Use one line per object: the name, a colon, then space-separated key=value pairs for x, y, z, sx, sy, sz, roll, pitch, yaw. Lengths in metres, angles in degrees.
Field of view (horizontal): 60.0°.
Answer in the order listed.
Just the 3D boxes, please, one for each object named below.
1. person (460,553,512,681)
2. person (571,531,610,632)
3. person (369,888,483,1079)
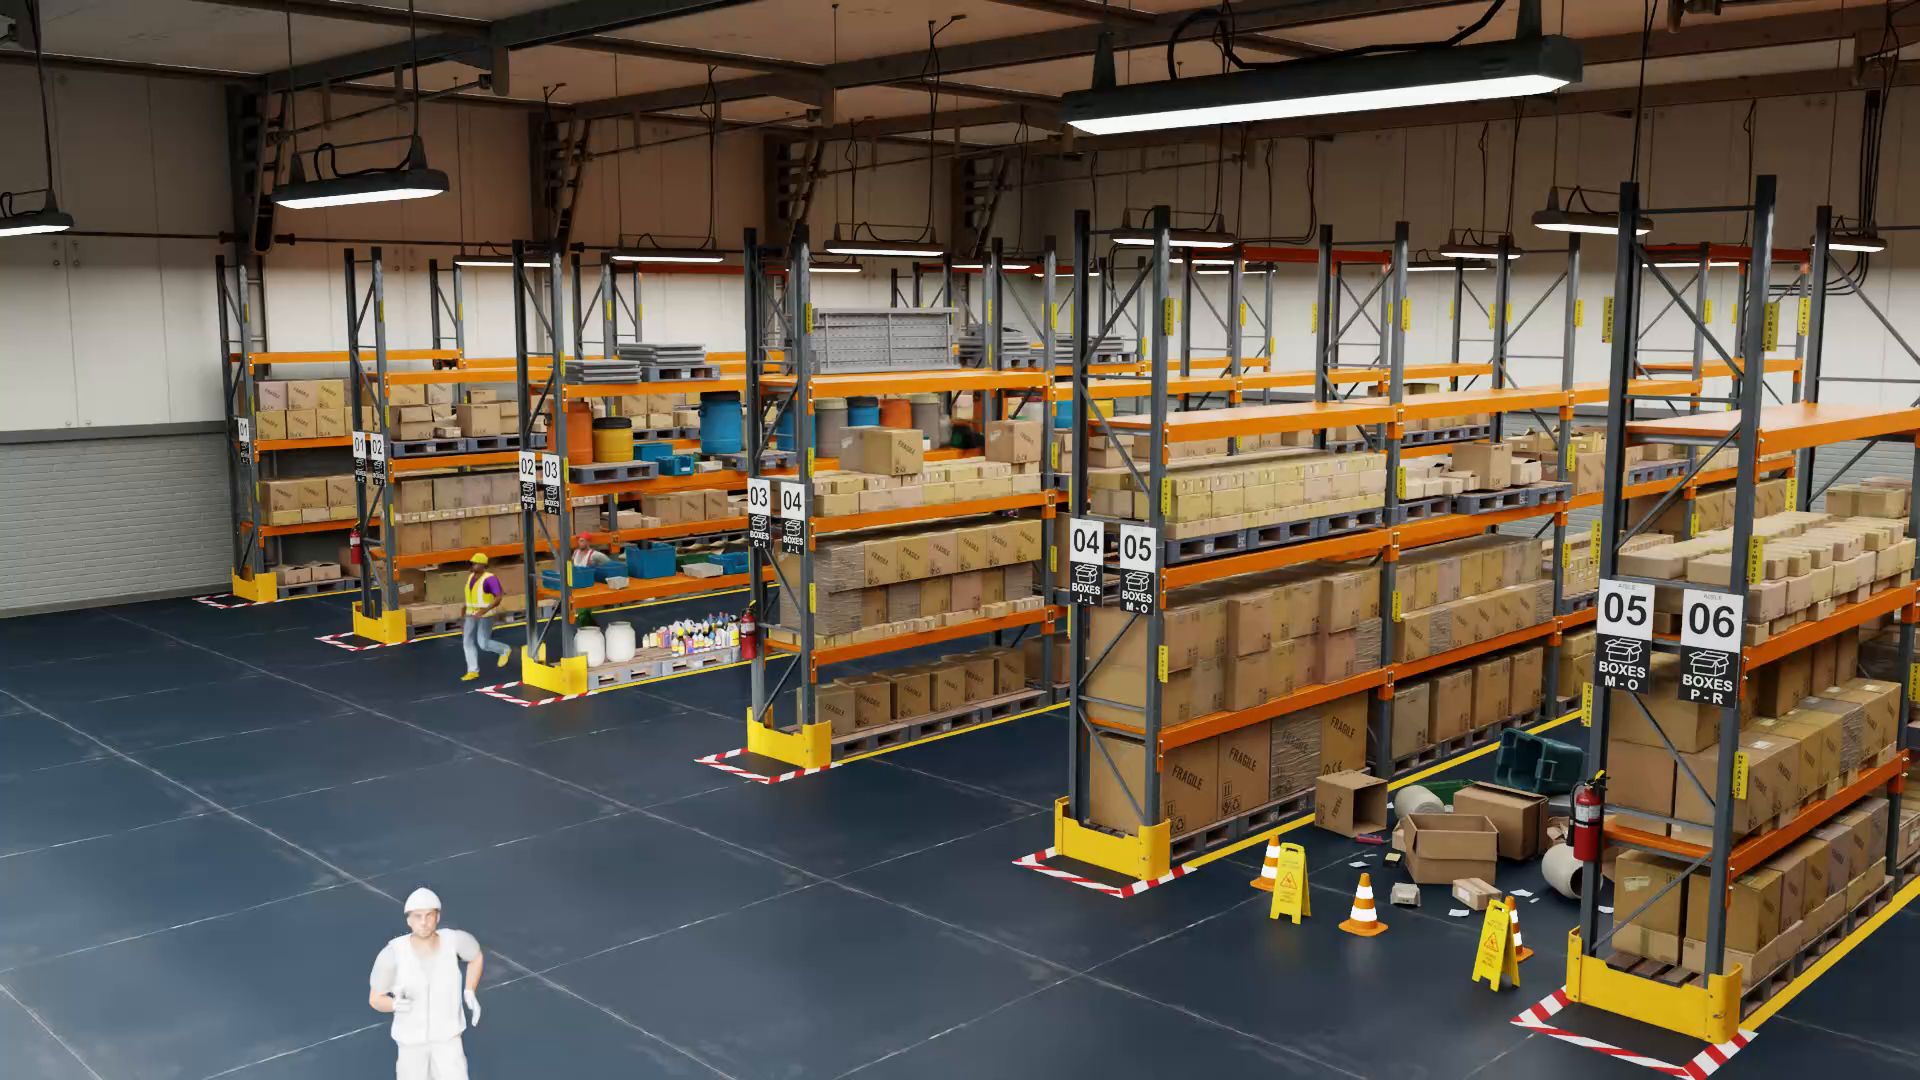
person: x=-6.632 y=1.043 z=23.131 sx=0.730 sy=1.751 sz=0.824 roll=5 pitch=10 yaw=32
person: x=-5.543 y=0.782 z=24.637 sx=0.632 sy=1.832 sz=0.765 roll=5 pitch=9 yaw=31
person: x=-3.081 y=2.912 z=9.662 sx=0.632 sy=1.832 sz=0.765 roll=-2 pitch=8 yaw=-16
